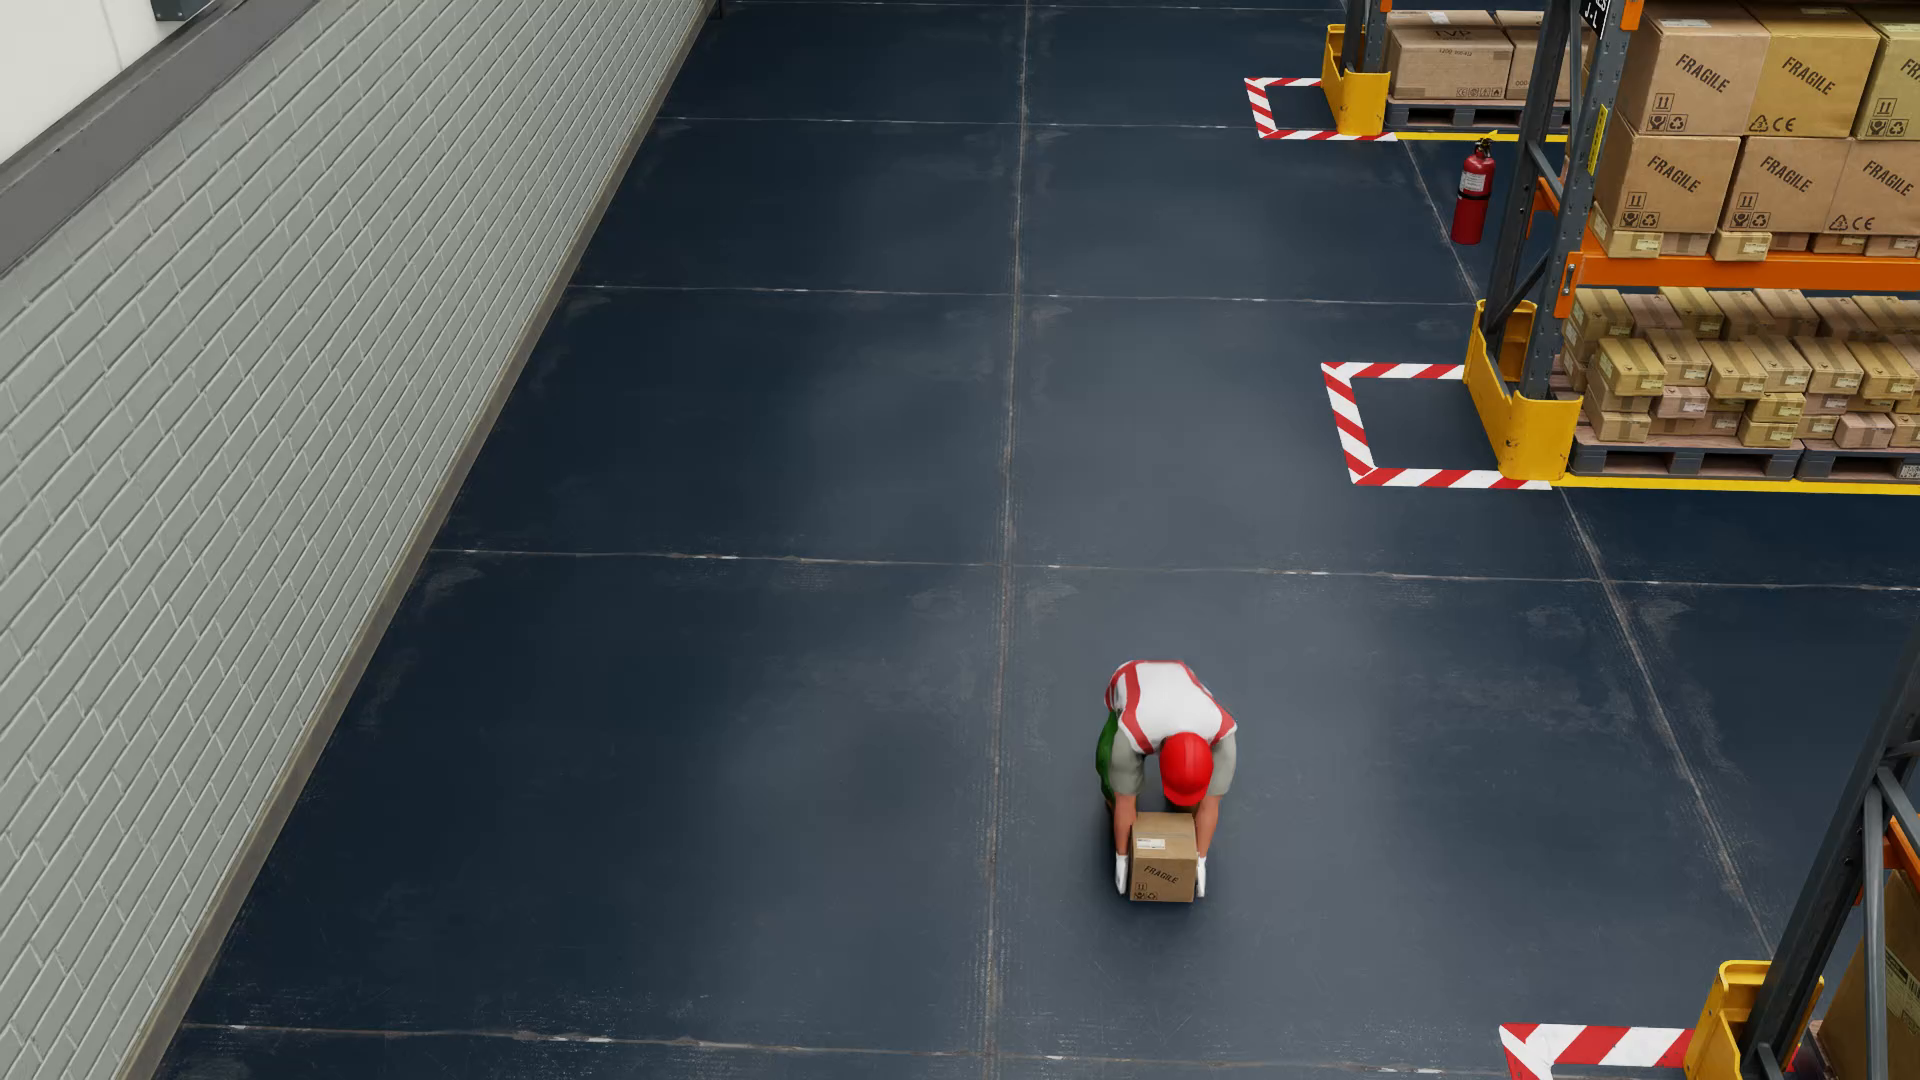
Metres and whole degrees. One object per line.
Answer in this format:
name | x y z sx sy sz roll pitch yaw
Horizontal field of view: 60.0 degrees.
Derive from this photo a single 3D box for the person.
person | 0.825 0.905 6.767 0.544 0.866 0.921 1 35 2
